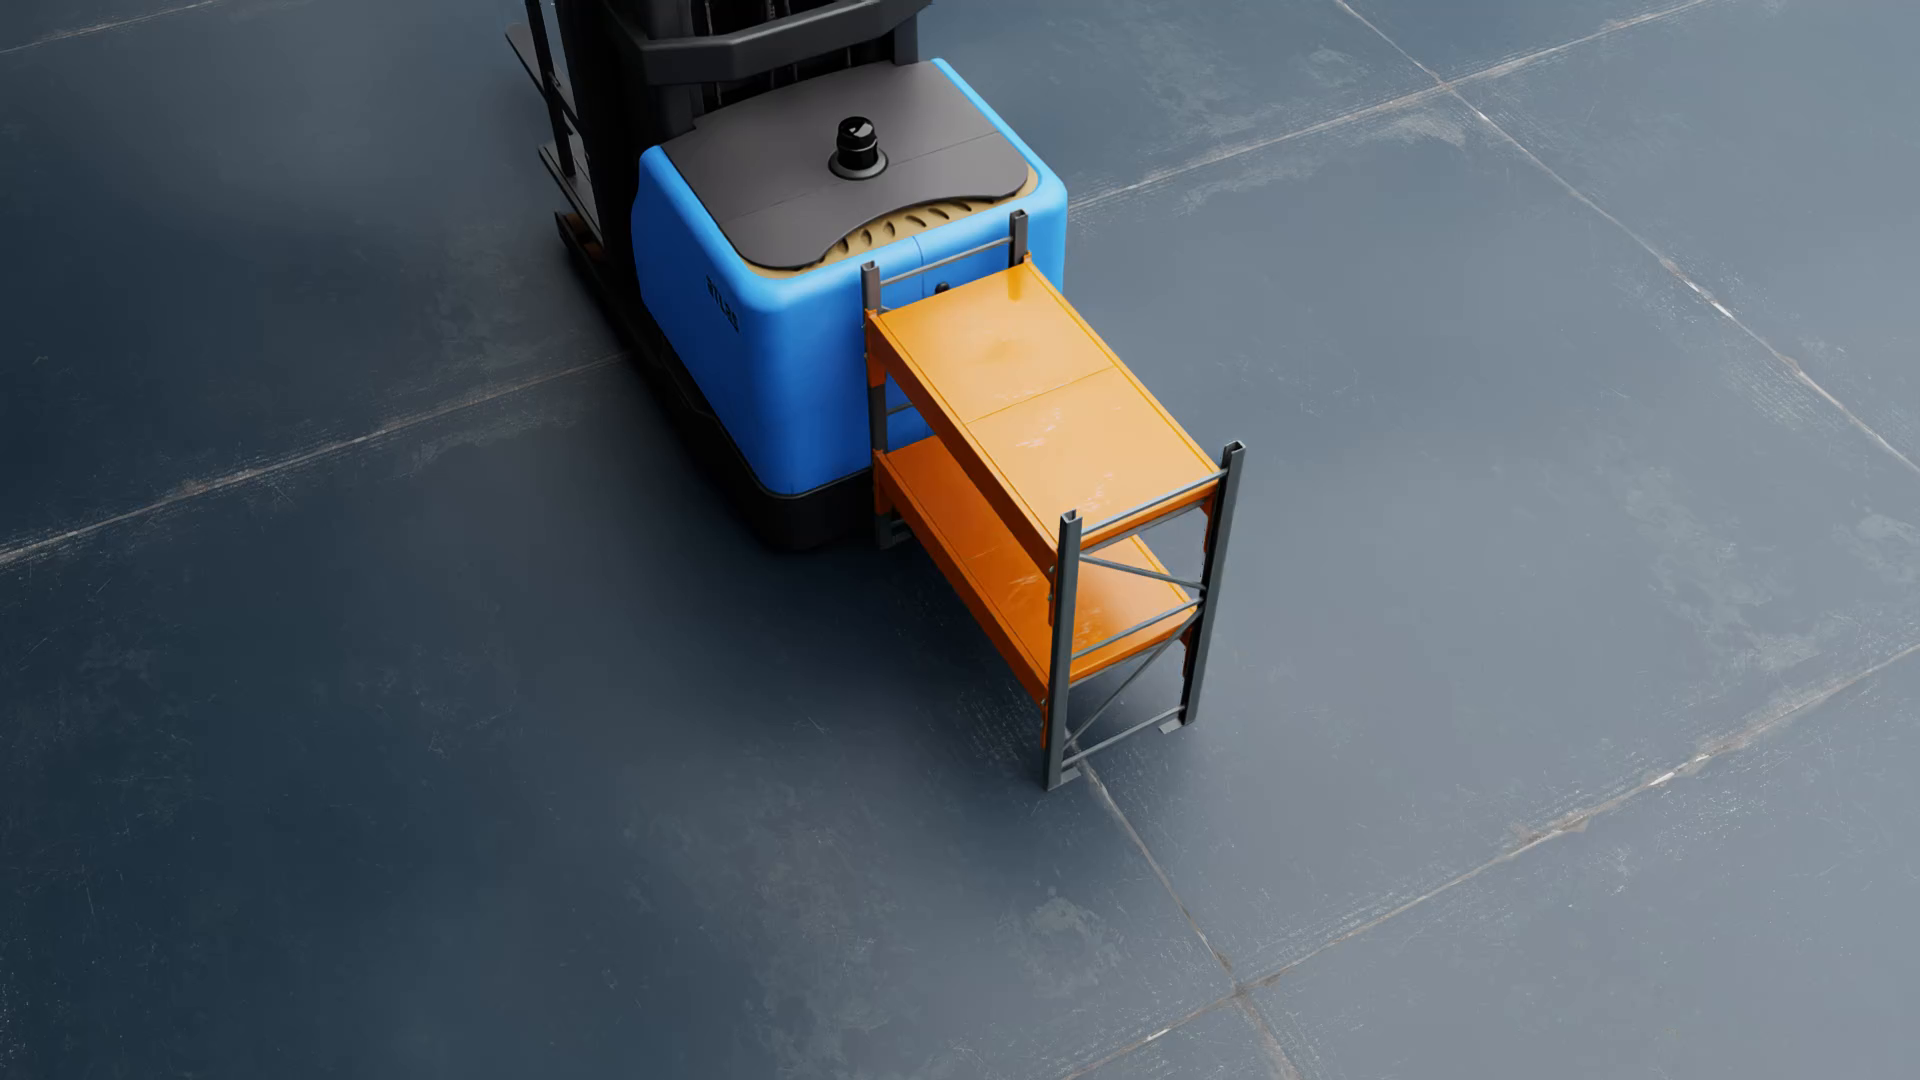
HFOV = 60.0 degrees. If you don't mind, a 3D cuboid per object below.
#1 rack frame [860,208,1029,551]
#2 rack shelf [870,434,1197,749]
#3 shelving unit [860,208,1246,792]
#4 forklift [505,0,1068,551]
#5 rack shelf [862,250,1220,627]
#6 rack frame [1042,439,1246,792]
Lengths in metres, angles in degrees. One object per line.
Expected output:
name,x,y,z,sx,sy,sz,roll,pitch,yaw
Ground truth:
rack frame,-0.038,-0.438,4.886,0.500,1.125,0.032,-23,53,-19
rack shelf,0.208,0.057,4.777,0.538,0.278,1.000,-23,53,-19
shelving unit,0.208,-0.104,4.593,0.538,1.125,1.048,-23,53,-19
forklift,-0.830,-2.043,5.090,1.130,2.935,3.031,-23,53,-19
rack shelf,0.208,-0.296,4.373,0.538,0.278,1.000,-23,53,-19
rack frame,0.455,0.231,4.301,0.500,1.125,0.032,-23,53,-19
